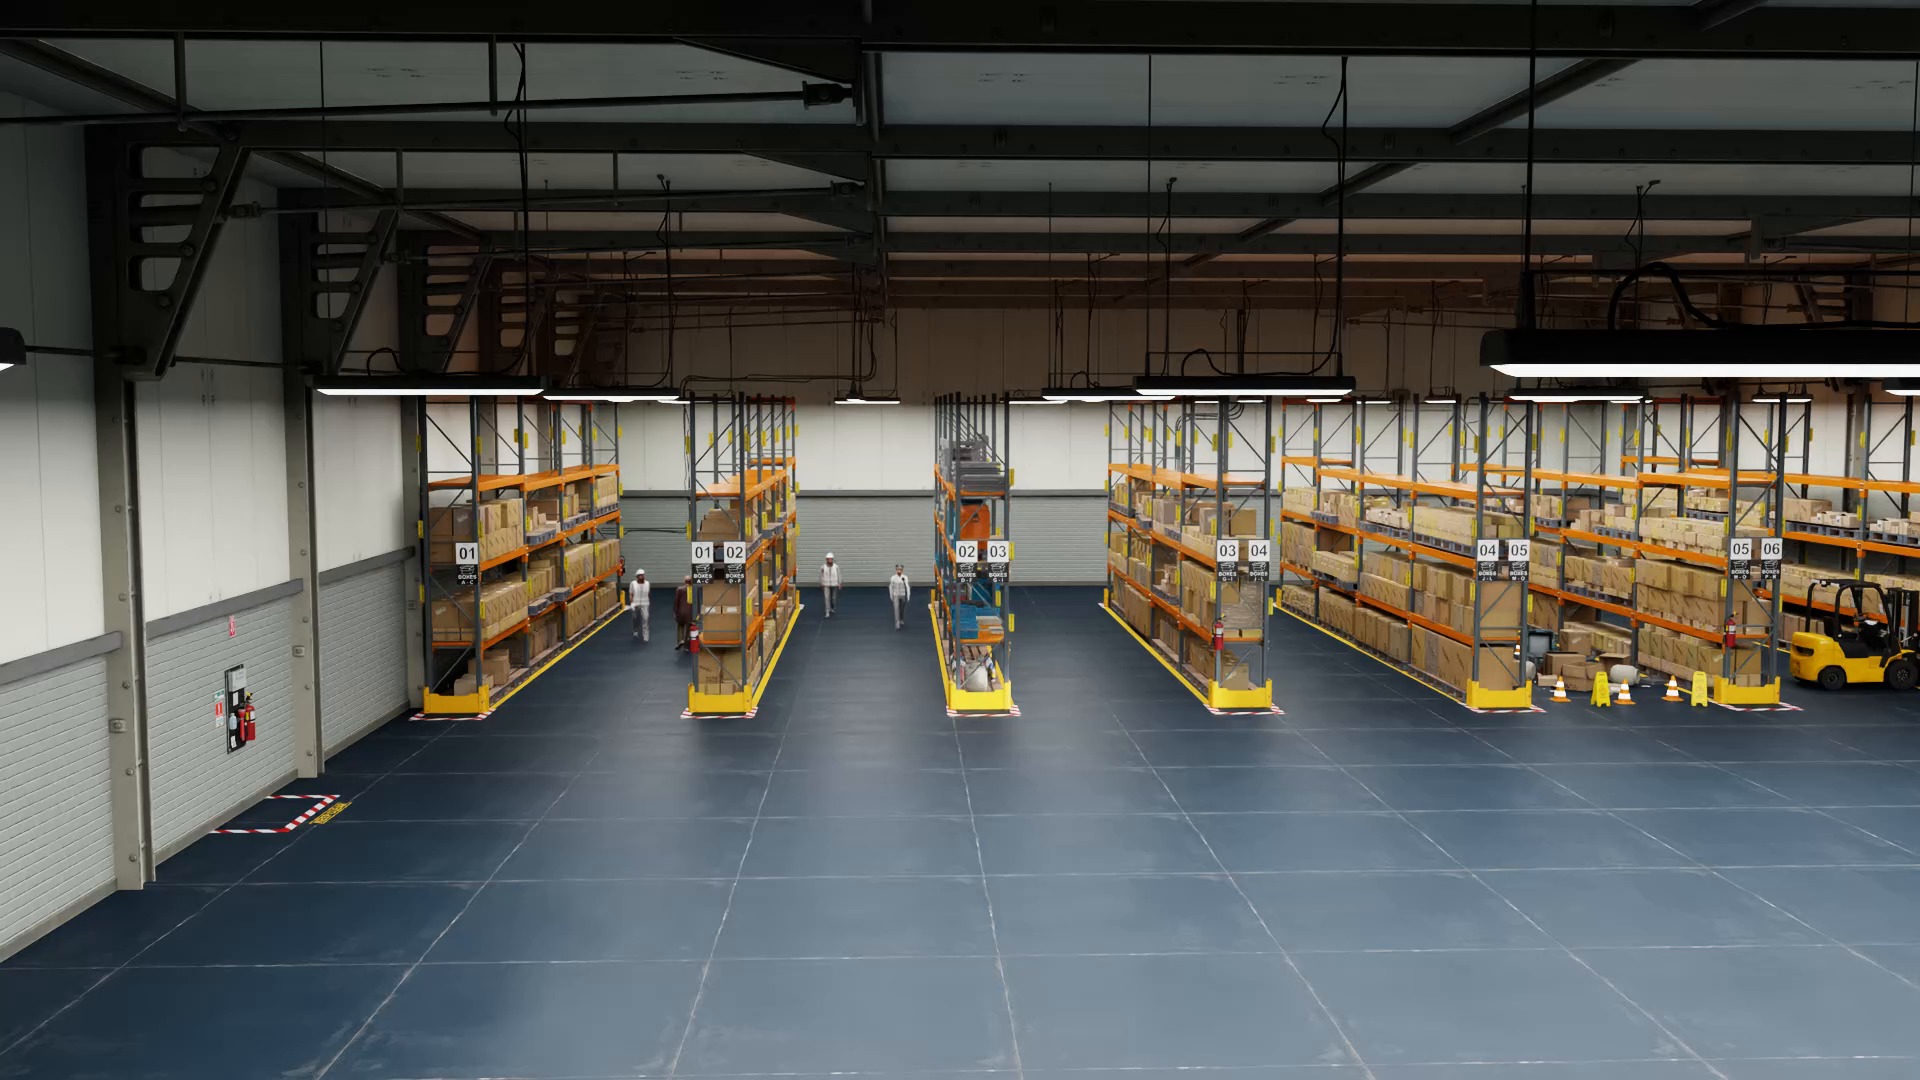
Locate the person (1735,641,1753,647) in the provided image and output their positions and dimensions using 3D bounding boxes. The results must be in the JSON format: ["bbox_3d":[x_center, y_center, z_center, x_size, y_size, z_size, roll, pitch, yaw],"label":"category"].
[{"bbox_3d":[17.012,2.027,36.086,0.558,1.652,0.533,-1,5,-12],"label":"person"}]

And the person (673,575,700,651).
[{"bbox_3d":[-6.393,1.712,38.866,0.620,1.778,0.535,0,5,1],"label":"person"}]

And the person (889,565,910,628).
[{"bbox_3d":[-1.564,1.435,43.114,0.530,1.622,1.034,0,5,-5],"label":"person"}]

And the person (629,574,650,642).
[{"bbox_3d":[-7.813,1.608,40.577,0.513,1.705,1.065,-1,5,-12],"label":"person"}]

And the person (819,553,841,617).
[{"bbox_3d":[-3.543,1.217,45.376,0.584,1.718,1.068,0,5,-5],"label":"person"}]
